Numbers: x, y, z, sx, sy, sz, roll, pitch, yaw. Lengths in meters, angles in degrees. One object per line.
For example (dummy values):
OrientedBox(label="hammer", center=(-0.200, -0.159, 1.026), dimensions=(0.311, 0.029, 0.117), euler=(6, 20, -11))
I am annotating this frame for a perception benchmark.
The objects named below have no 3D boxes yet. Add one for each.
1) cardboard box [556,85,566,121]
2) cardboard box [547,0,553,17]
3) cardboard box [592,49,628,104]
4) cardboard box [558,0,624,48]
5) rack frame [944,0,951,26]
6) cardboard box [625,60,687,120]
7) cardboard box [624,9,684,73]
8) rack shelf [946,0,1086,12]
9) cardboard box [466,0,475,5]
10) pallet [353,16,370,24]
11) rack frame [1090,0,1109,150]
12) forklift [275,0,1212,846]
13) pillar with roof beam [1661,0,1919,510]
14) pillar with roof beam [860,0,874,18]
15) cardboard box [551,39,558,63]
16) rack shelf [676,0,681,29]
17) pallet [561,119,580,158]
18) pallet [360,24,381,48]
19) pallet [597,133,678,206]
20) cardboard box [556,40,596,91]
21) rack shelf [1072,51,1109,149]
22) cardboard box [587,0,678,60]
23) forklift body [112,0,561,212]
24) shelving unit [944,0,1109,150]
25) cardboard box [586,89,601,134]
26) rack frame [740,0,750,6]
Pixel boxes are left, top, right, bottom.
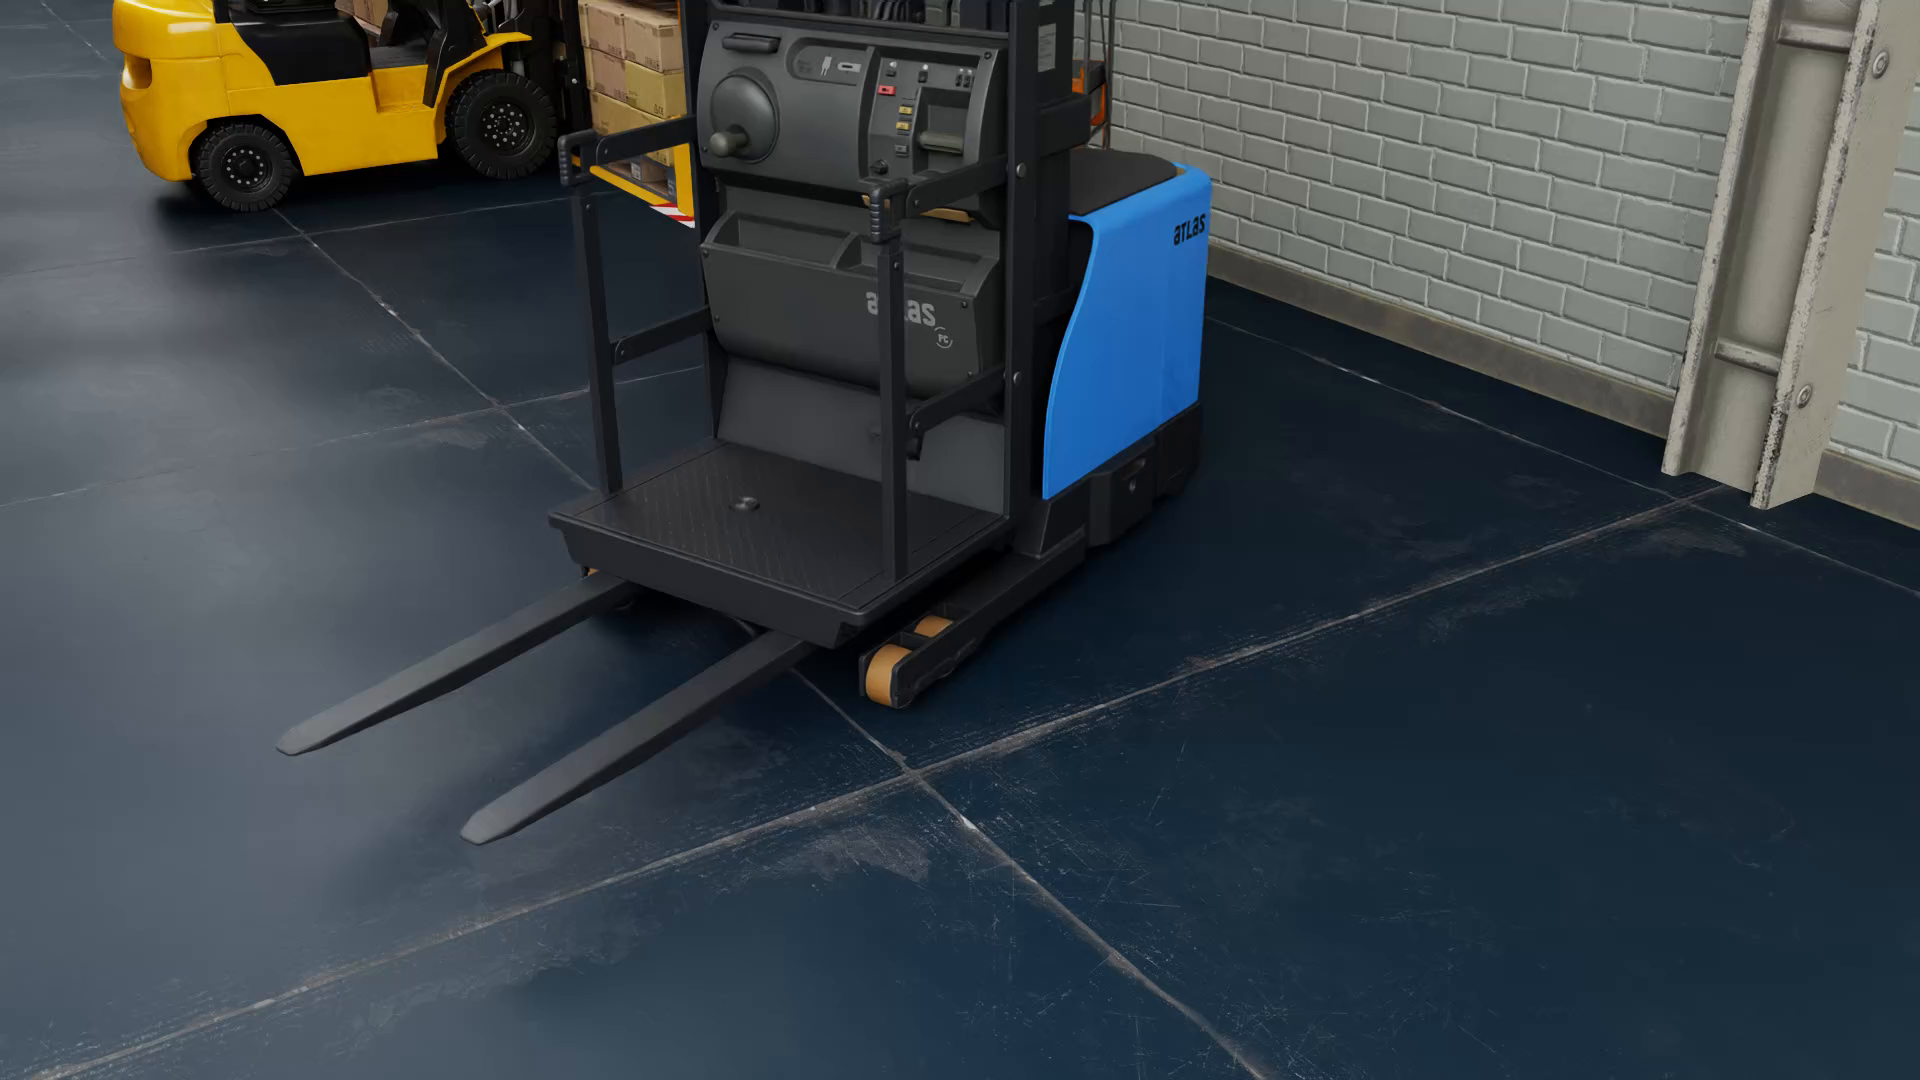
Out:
OrientedBox(label="cardboard box", center=(-2.344, -2.831, 10.461), dimensions=(0.500, 0.250, 0.500), euler=(-15, 29, -28))
OrientedBox(label="cardboard box", center=(-2.341, -3.281, 10.244), dimensions=(0.500, 0.250, 0.500), euler=(-16, 30, -31))
OrientedBox(label="cardboard box", center=(-1.783, -2.704, 9.607), dimensions=(0.500, 0.250, 0.500), euler=(-16, 30, -30))
OrientedBox(label="cardboard box", center=(-2.071, -3.098, 9.857), dimensions=(0.500, 0.250, 0.500), euler=(-15, 29, -29))
OrientedBox(label="rack frame", center=(0.012, -1.492, 5.951), dimensions=(0.015, 2.100, 0.400), euler=(8, 26, 16))
OrientedBox(label="cardboard box", center=(-1.519, -2.522, 9.222), dimensions=(0.500, 0.250, 0.500), euler=(-16, 30, -30))
OrientedBox(label="cardboard box", center=(-1.504, -2.739, 9.095), dimensions=(0.500, 0.250, 0.500), euler=(-14, 29, -28))
OrientedBox(label="rack shelf", center=(0.245, -2.082, 5.592), dimensions=(0.480, 0.518, 0.431), euler=(8, 26, 16))
OrientedBox(label="cardboard box", center=(-3.173, -3.831, 11.410), dimensions=(0.500, 0.250, 0.500), euler=(-16, 30, -30))
OrientedBox(label="pallet", center=(-4.941, -4.545, 14.630), dimensions=(1.003, 0.211, 1.213), euler=(-16, 29, -30))
OrientedBox(label="rack frame", center=(0.478, -1.430, 5.820), dimensions=(0.006, 1.831, 0.380), euler=(8, 26, 16))
OrientedBox(label="forklift", center=(-0.283, -1.210, 4.380), dimensions=(1.130, 2.935, 3.553), euler=(16, 30, 30))
OrientedBox(label="pillar with roof beam", center=(-0.947, -3.271, 1.637), dimensions=(9.100, 9.000, 0.400), euler=(-16, 29, -30))
OrientedBox(label="pillar with roof beam", center=(-4.223, -5.417, 6.183), dimensions=(9.100, 9.000, 0.400), euler=(-16, 29, -30))
OrientedBox(label="cardboard box", center=(-2.353, -3.063, 10.369), dimensions=(0.500, 0.250, 0.500), euler=(-16, 29, -30))
OrientedBox(label="rack shelf", center=(-2.083, -3.638, 10.285), dimensions=(1.077, 0.370, 4.000), euler=(-16, 29, -30))
OrientedBox(label="pallet", center=(-2.105, -2.687, 10.694), dimensions=(1.003, 0.211, 1.213), euler=(-16, 29, -30))
OrientedBox(label="pallet", center=(-4.280, -4.109, 13.707), dimensions=(1.003, 0.211, 1.213), euler=(-16, 29, -30))
OrientedBox(label="pallet", center=(-1.444, -2.251, 9.771), dimensions=(1.003, 0.211, 1.213), euler=(-16, 29, -30))
OrientedBox(label="cardboard box", center=(-2.083, -2.883, 9.988), dimensions=(0.500, 0.250, 0.500), euler=(-16, 30, -31))
OrientedBox(label="rack shelf", center=(0.245, -1.449, 5.891), dimensions=(0.480, 0.518, 0.431), euler=(8, 26, 16))
OrientedBox(label="cardboard box", center=(-1.787, -2.920, 9.479), dimensions=(0.500, 0.250, 0.500), euler=(-15, 29, -29))
OrientedBox(label="forklift body", center=(-3.555, -3.117, 9.334), dimensions=(2.313, 2.155, 1.214), euler=(-16, 29, -30))
OrientedBox(label="shelving unit", center=(0.243, -1.461, 5.886), dimensions=(0.499, 2.100, 0.431), euler=(8, 26, 16))
OrientedBox(label="cardboard box", center=(-2.041, -2.650, 10.079), dimensions=(0.500, 0.250, 0.500), euler=(-15, 29, -29))
OrientedBox(label="rack frame", center=(-0.994, -3.247, 8.615), dimensions=(0.949, 2.616, 0.053), euler=(-16, 29, -30))
